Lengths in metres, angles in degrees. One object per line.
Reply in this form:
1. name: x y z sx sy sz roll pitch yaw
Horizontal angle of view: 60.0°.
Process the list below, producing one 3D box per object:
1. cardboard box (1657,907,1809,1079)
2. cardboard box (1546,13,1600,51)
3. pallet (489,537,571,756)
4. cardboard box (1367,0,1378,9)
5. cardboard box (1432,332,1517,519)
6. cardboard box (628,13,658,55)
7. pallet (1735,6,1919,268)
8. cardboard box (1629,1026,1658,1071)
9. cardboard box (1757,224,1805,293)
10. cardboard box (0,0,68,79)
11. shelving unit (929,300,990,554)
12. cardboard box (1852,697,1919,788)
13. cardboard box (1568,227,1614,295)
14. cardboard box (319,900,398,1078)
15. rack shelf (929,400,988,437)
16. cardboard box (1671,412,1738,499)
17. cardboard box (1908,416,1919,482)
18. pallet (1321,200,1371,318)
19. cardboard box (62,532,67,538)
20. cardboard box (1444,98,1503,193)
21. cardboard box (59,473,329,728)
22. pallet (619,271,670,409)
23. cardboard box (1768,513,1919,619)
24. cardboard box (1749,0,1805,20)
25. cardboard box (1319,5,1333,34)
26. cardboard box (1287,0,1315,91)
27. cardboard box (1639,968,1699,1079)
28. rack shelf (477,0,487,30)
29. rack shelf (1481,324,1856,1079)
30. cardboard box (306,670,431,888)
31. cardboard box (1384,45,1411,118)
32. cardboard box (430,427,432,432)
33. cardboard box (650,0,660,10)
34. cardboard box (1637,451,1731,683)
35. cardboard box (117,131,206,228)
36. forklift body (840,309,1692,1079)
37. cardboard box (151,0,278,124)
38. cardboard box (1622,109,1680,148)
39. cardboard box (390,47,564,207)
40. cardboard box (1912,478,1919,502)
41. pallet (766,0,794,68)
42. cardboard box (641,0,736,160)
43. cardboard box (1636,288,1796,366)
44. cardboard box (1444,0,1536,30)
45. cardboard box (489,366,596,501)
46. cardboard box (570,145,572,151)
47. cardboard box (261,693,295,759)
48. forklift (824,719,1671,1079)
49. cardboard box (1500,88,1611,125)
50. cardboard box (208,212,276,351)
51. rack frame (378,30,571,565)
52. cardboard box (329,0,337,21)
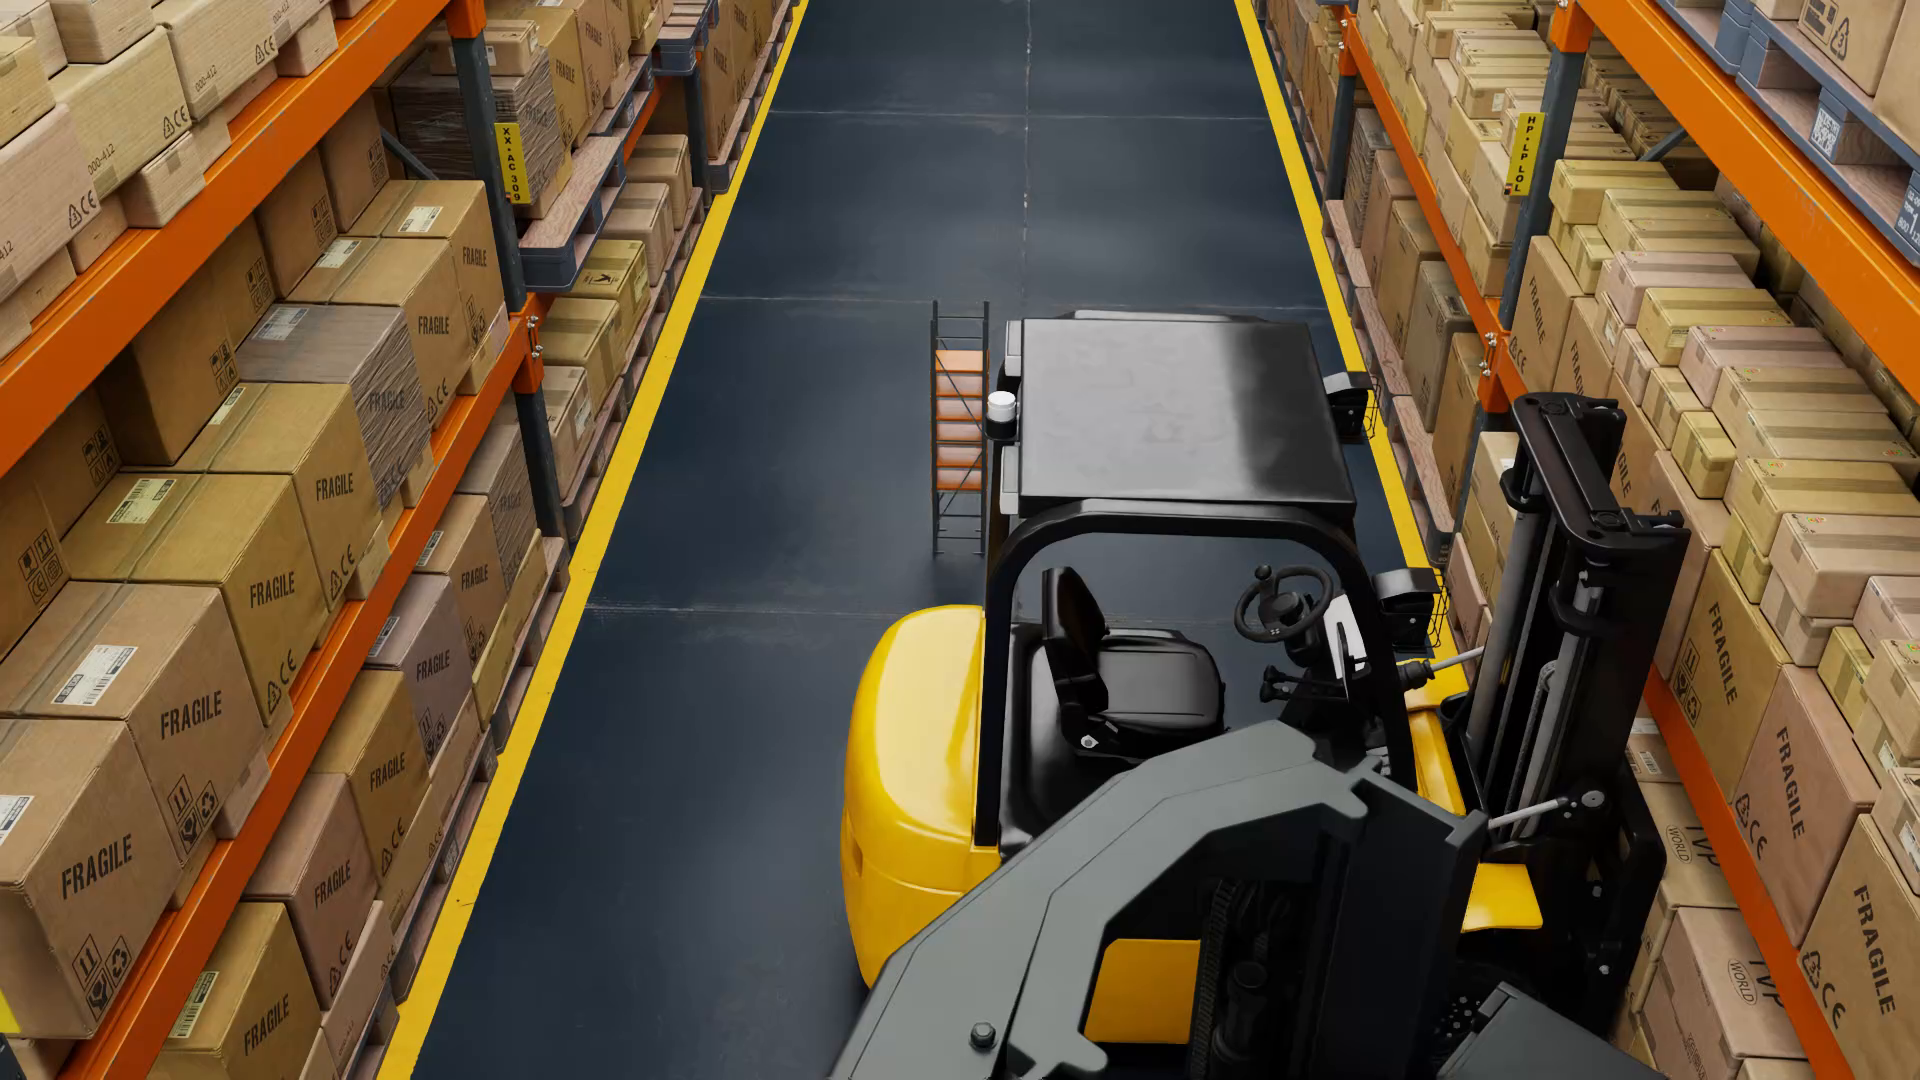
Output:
1. cardboard box: 2.234 1.271 4.489 0.500 0.250 0.500 2 35 3
2. cardboard box: 3.010 -2.384 7.882 0.380 0.149 0.250 2 35 2
3. pallet: -2.278 0.410 6.984 1.003 0.211 1.213 1 35 2
4. cardboard box: 2.547 -3.198 9.387 0.500 0.250 0.500 1 35 2
5. cardboard box: 2.683 -0.506 7.561 0.875 0.625 0.625 3 35 4
6. cardboard box: -1.823 -2.687 8.818 0.380 0.149 0.250 2 35 3
7. pallet: 2.613 -1.007 4.042 1.003 0.211 1.213 1 35 2
8. cardboard box: 2.245 1.683 4.773 0.500 0.250 0.500 1 35 2
9. cardboard box: 2.914 -0.947 5.580 0.380 0.149 0.250 1 35 1
10. cardboard box: -2.164 -1.044 3.544 0.380 0.149 0.250 1 35 2
11. shelving unit: -0.001 -0.483 7.393 0.258 1.200 0.189 1 35 2
12. cardboard box: 2.299 0.486 3.799 0.380 0.149 0.250 2 35 3
13. cardboard box: 2.389 -0.986 5.893 0.380 0.149 0.250 2 35 3
14. cardboard box: -2.110 1.383 5.199 0.500 0.250 0.500 3 35 4
15. rack shelf: -0.001 -0.544 7.350 0.258 0.103 0.180 1 35 2
16. cardboard box: 2.316 -0.247 4.841 0.380 0.149 0.250 1 35 1
17. cardboard box: 2.830 -0.211 4.532 0.380 0.149 0.250 1 35 2
18. pallet: 2.762 -1.691 9.972 1.003 0.211 1.213 1 35 2
19. cardboard box: -2.652 0.124 4.619 0.500 0.500 0.500 1 35 2
20. cardboard box: 2.451 -1.732 7.302 0.500 0.250 0.500 0 35 1
21. cardboard box: -2.114 0.161 4.566 0.500 0.500 0.500 1 35 1
22. pallet: -2.210 -1.127 9.170 1.003 0.211 1.213 1 35 2
23. cardboard box: 2.263 0.067 4.136 0.380 0.149 0.250 2 35 3
24. cardboard box: 2.310 -1.545 4.395 0.396 0.266 0.258 1 35 1
25. cardboard box: 2.701 -3.609 11.522 0.380 0.149 0.250 1 35 1
26. cardboard box: 2.687 -3.587 12.055 0.500 0.500 0.500 0 35 0
27. cardboard box: 2.251 1.467 4.646 0.500 0.250 0.500 1 35 1
28. rack shelf: -2.206 -3.200 7.711 1.077 0.370 4.000 1 35 2
29. rack shelf: 2.593 0.438 5.144 1.077 0.370 4.000 1 35 2
30. cardboard box: -2.093 0.767 5.423 0.500 0.500 0.500 2 35 3
31. cardboard box: 2.533 -2.408 8.698 0.500 0.250 0.500 0 35 0
32. cardboard box: -2.110 -0.389 5.914 0.380 0.149 0.250 1 35 1
33. cardboard box: -1.876 -3.186 8.963 0.500 0.500 0.500 1 35 1
34. cardboard box: 2.330 0.082 4.938 0.500 0.500 0.500 2 35 2
35. cardboard box: -2.061 -0.870 3.989 0.380 0.149 0.250 2 35 2
36. forklift body: 0.766 0.508 5.156 2.313 2.155 1.214 1 35 2
37. cardboard box: -2.095 -1.270 4.212 0.500 0.250 0.500 2 35 3
38. cardboard box: 2.965 -1.662 6.854 0.380 0.149 0.250 0 35 0
39. cardboard box: -1.981 -1.715 6.871 0.500 0.500 0.500 2 35 3
40. cardboard box: 2.870 -0.082 4.608 0.380 0.149 0.250 1 35 2
41. pallet: -1.921 -4.128 13.441 1.003 0.211 1.213 1 35 2
42. cardboard box: -2.015 -3.114 11.054 0.875 0.875 0.875 1 35 1
43. cardboard box: 2.346 -0.663 5.175 0.380 0.149 0.250 1 35 1
44. cardboard box: 2.572 -2.540 8.104 0.380 0.149 0.250 1 35 2
45. cardboard box: -2.268 -0.516 7.796 0.950 0.372 0.625 2 35 2
46. cardboard box: -1.995 -1.805 7.563 0.380 0.149 0.250 3 35 5
47. cardboard box: -2.106 0.503 4.645 0.380 0.149 0.250 2 35 3
48. forklift: 0.669 1.843 2.578 3.031 2.935 1.130 28 44 34
49. cardboard box: 2.520 -1.801 7.053 0.380 0.149 0.250 1 35 2
50. cardboard box: -2.610 -0.861 5.151 0.700 0.500 0.500 1 35 1
51. rack frame: -2.286 -1.118 6.732 1.000 3.000 0.127 1 35 2
52. cardboard box: -2.136 -1.619 5.055 0.380 0.149 0.250 0 35 0
